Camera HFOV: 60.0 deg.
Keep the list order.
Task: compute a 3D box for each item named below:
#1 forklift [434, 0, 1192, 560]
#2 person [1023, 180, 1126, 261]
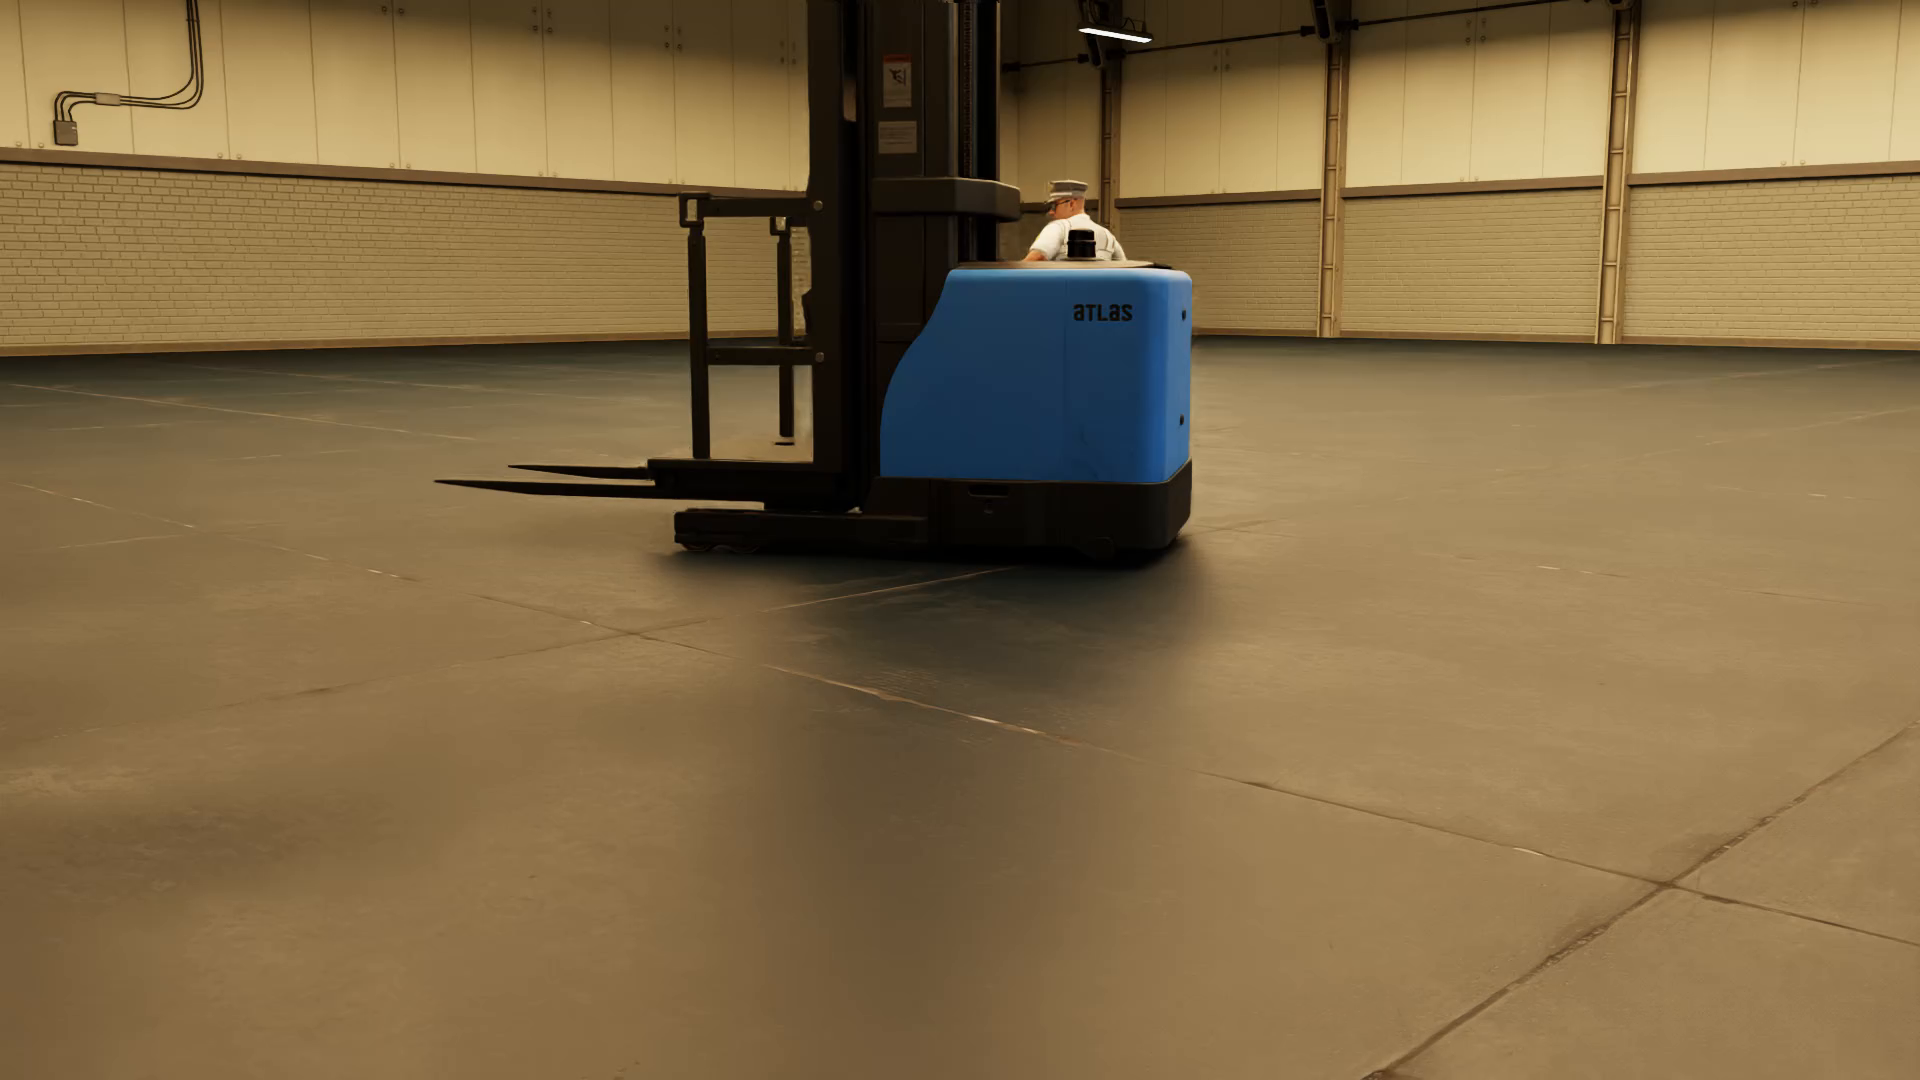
[{"bbox_3d":[-0.619,-1.468,6.626,3.031,2.935,1.130,2,9,13],"label":"forklift"},{"bbox_3d":[0.592,-1.265,9.715,0.857,1.646,0.562,-2,9,-14],"label":"person"}]
